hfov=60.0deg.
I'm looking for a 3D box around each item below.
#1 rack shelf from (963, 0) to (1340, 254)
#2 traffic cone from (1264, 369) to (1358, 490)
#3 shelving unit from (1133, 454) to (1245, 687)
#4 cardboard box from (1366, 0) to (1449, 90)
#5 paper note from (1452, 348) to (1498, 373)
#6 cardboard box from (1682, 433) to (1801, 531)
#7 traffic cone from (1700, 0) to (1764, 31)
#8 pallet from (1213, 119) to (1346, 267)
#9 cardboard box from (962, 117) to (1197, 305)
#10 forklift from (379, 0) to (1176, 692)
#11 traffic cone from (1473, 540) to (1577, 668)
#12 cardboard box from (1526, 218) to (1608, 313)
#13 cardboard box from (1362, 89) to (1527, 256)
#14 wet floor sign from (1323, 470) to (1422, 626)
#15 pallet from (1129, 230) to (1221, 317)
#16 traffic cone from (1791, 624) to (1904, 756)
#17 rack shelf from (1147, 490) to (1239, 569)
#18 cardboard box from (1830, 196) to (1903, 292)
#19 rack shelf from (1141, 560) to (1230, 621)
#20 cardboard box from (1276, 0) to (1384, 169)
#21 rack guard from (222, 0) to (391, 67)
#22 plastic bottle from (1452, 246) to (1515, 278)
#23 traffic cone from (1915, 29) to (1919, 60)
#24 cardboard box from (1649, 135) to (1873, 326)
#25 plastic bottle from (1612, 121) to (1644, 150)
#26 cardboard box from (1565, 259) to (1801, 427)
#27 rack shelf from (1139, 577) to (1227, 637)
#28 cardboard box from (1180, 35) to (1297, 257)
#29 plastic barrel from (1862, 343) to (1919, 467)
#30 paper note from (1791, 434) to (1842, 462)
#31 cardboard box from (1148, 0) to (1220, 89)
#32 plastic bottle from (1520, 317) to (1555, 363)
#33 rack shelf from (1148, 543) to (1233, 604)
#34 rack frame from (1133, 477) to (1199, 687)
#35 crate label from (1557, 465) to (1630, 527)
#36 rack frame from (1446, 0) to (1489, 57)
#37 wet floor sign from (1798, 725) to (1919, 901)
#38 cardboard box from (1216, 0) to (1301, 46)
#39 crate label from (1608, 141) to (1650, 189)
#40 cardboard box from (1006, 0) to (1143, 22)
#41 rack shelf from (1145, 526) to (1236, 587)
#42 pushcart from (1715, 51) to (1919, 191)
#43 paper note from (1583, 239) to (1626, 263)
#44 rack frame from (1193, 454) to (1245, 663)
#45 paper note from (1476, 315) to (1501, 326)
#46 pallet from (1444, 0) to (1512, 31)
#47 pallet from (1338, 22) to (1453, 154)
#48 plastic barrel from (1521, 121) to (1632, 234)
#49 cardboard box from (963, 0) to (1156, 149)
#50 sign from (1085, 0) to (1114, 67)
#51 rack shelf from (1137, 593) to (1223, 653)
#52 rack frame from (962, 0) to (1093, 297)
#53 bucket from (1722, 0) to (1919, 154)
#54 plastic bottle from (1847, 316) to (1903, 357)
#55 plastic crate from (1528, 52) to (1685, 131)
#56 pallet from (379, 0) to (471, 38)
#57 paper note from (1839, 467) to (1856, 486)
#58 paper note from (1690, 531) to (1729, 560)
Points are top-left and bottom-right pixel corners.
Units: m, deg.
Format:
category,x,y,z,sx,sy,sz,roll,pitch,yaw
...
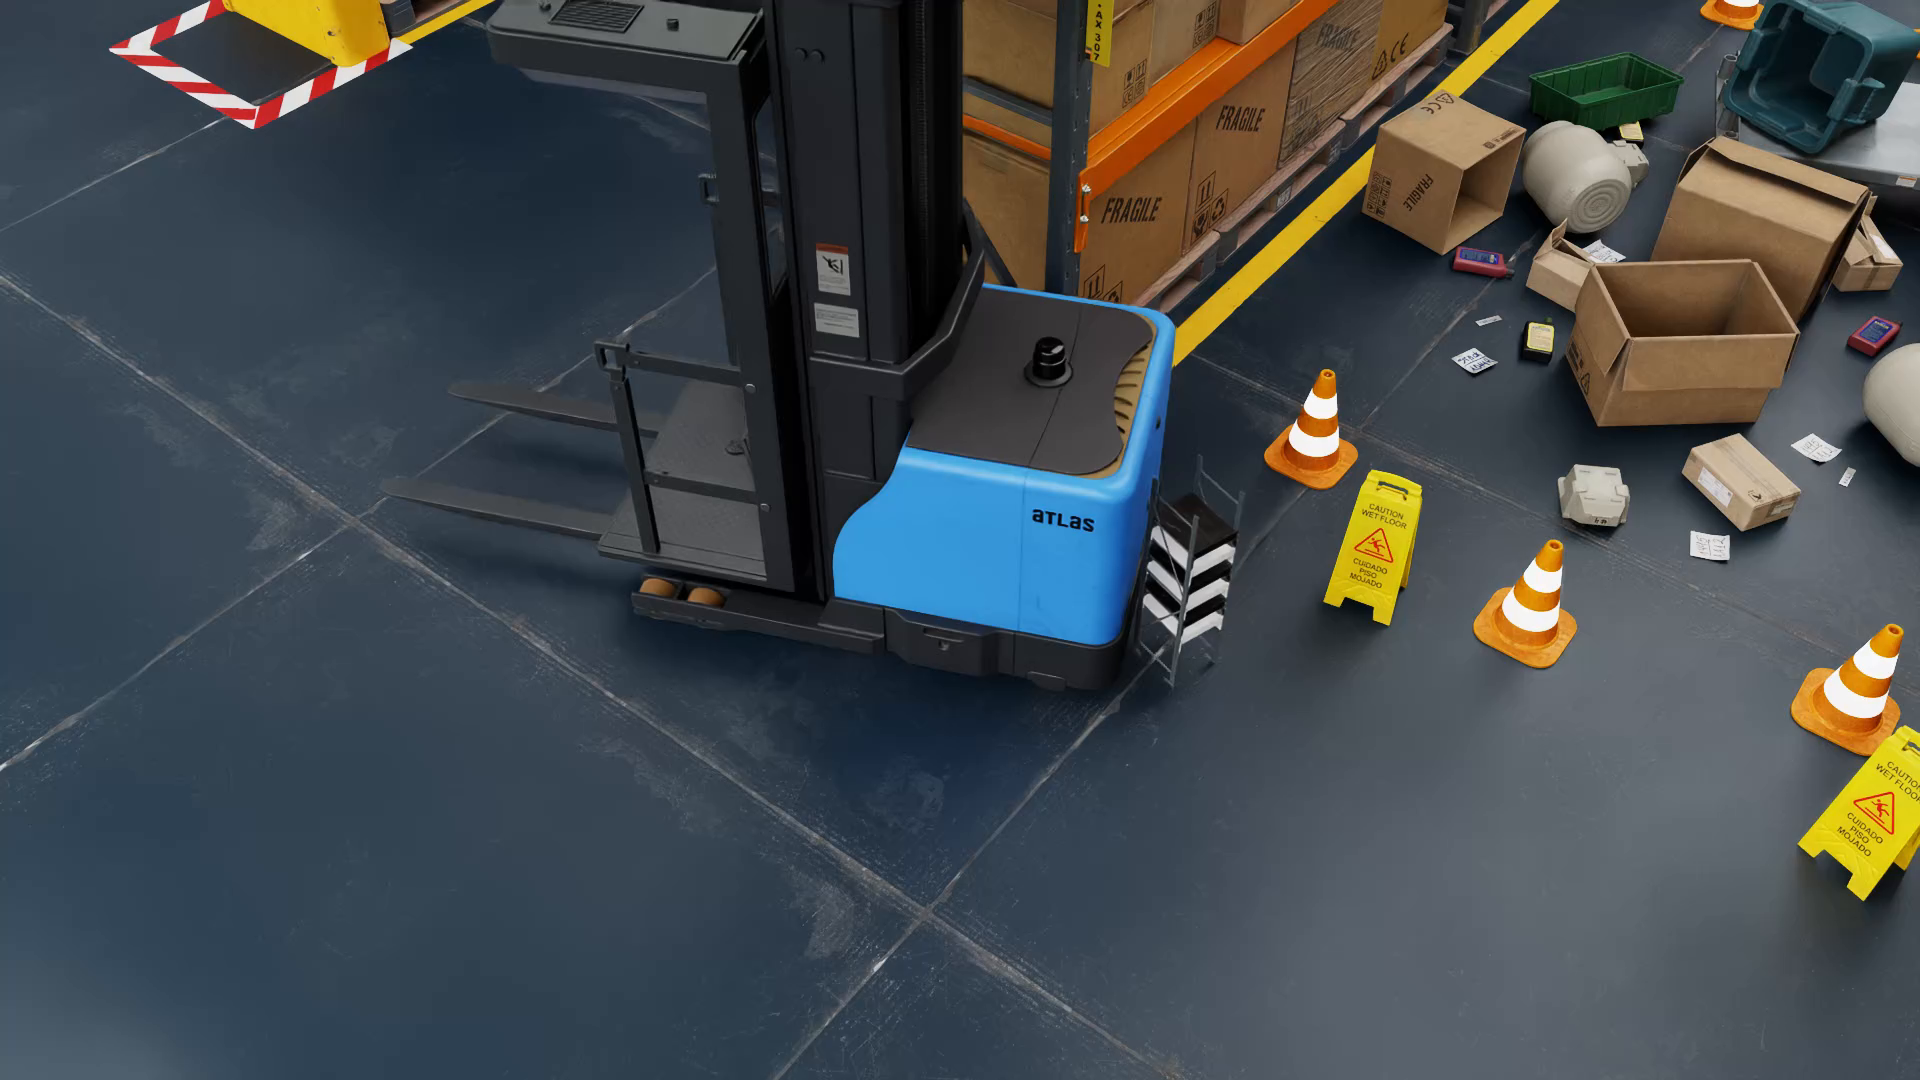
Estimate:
category,x,y,z,sx,sy,sz,roll,pitch,yaw
rack shelf,1.269,-2.610,7.666,1.077,0.370,4.000,29,53,25
traffic cone,1.495,-0.514,6.921,0.336,0.463,0.334,29,53,25
shelving unit,0.815,0.125,6.008,0.210,0.900,0.258,-26,52,-23
cardboard box,2.052,-3.085,8.801,0.875,0.875,0.875,30,53,26
paper note,2.323,-0.811,7.504,0.142,0.017,0.144,-25,51,-22
cardboard box,3.228,-0.241,6.878,0.250,0.149,0.380,-17,49,-15
traffic cone,4.507,-3.226,9.512,0.336,0.463,0.334,29,53,25
pallet,1.220,-1.938,8.455,1.003,0.211,1.213,29,53,25
cardboard box,0.409,-1.542,7.328,0.875,0.875,0.875,29,53,25
forklift,-0.774,-1.028,5.705,3.031,2.935,1.130,10,47,10
traffic cone,2.181,0.180,6.258,0.336,0.463,0.334,29,53,25
cardboard box,2.899,-1.260,7.770,0.258,0.266,0.396,-33,55,-28
cardboard box,2.355,-1.798,8.120,0.500,0.500,0.500,-33,55,-28
wet floor sign,1.596,-0.009,6.312,0.267,0.644,0.232,21,50,19
pallet,0.473,-1.243,7.791,1.003,0.211,1.213,29,53,25
traffic cone,3.267,0.477,5.975,0.336,0.463,0.334,29,53,25
rack shelf,0.816,-0.038,5.837,0.200,0.077,0.258,-26,52,-23
cardboard box,4.274,-1.410,7.914,0.258,0.266,0.396,-2,46,-2
rack shelf,0.815,0.148,6.032,0.200,0.077,0.258,-26,52,-23
cardboard box,1.504,-2.567,8.307,0.875,0.875,0.875,30,53,25
rack guard,-3.770,-3.145,9.408,1.175,0.500,0.348,29,53,25
plastic bottle,2.517,-1.328,7.977,0.283,0.061,0.133,13,48,12
traffic cone,5.507,-2.932,9.231,0.336,0.463,0.334,29,53,25
cardboard box,3.661,-1.431,7.675,0.797,0.637,0.503,29,53,25
plastic bottle,3.517,-2.162,8.773,0.133,0.061,0.283,6,47,5
cardboard box,3.096,-0.845,7.210,0.797,0.503,0.637,-2,46,-2
rack shelf,0.815,0.210,6.097,0.200,0.077,0.258,-26,52,-23
cardboard box,0.945,-2.047,7.810,0.875,0.875,0.875,28,53,24
plastic barrel,4.090,-0.545,6.978,0.421,0.421,0.512,-9,47,-8
paper note,3.666,-0.394,7.114,0.142,0.019,0.148,-25,51,-22
cardboard box,0.556,-2.322,6.790,0.875,0.550,0.550,29,53,25
plastic bottle,2.641,-0.925,7.592,0.133,0.061,0.283,13,48,12
rack shelf,0.815,0.086,5.967,0.200,0.077,0.258,-26,52,-23
rack frame,0.731,0.166,5.968,0.006,0.900,0.240,-26,52,-23
crate label,2.613,-0.184,6.831,0.250,0.136,0.298,6,47,5
rack frame,2.492,-4.003,8.499,1.000,3.000,0.127,29,53,25
wet floor sign,3.062,0.866,5.477,0.232,0.644,0.267,-25,51,-22
cardboard box,0.998,-2.587,7.043,0.875,0.550,0.550,29,53,25
crate label,3.351,-1.923,8.492,0.298,0.136,0.250,-2,46,-2
cardboard box,0.304,-2.334,6.055,0.875,0.550,0.550,29,53,25
rack shelf,0.815,0.024,5.902,0.200,0.077,0.258,-26,52,-23
pushcart,4.636,-1.946,8.348,1.648,0.377,0.936,13,48,12
paper note,3.110,-1.388,8.061,0.155,0.023,0.172,-25,51,-22
rack frame,0.899,0.084,6.048,0.006,0.900,0.240,-26,52,-23
paper note,2.454,-1.018,7.716,0.123,0.001,0.032,-17,49,-15
pallet,2.904,-3.514,9.961,1.003,0.211,1.213,29,53,25
pallet,1.965,-2.639,9.125,1.003,0.211,1.213,29,53,25
plastic barrel,3.012,-1.785,8.163,0.421,0.421,0.512,-9,47,-8
cardboard box,0.237,-1.998,6.481,0.875,0.550,0.550,29,53,25
sign,0.482,-1.791,5.733,0.100,0.325,0.005,29,53,25
rack shelf,0.815,0.272,6.162,0.200,0.077,0.258,-26,52,-23
rack frame,0.046,-1.714,6.313,1.000,3.000,0.127,29,53,25
bucket,4.233,-2.300,8.085,0.620,0.611,0.726,-17,48,-29
plastic bottle,4.198,-0.948,7.613,0.283,0.061,0.133,-33,55,-28
plastic crate,3.422,-2.373,8.847,0.662,0.188,0.450,-17,39,-15
pallet,-3.246,-3.494,9.942,1.003,0.211,1.213,29,53,25
paper note,3.735,-0.266,6.997,0.032,0.001,0.123,29,53,25
paper note,3.028,0.021,6.708,0.148,0.019,0.142,13,48,12
